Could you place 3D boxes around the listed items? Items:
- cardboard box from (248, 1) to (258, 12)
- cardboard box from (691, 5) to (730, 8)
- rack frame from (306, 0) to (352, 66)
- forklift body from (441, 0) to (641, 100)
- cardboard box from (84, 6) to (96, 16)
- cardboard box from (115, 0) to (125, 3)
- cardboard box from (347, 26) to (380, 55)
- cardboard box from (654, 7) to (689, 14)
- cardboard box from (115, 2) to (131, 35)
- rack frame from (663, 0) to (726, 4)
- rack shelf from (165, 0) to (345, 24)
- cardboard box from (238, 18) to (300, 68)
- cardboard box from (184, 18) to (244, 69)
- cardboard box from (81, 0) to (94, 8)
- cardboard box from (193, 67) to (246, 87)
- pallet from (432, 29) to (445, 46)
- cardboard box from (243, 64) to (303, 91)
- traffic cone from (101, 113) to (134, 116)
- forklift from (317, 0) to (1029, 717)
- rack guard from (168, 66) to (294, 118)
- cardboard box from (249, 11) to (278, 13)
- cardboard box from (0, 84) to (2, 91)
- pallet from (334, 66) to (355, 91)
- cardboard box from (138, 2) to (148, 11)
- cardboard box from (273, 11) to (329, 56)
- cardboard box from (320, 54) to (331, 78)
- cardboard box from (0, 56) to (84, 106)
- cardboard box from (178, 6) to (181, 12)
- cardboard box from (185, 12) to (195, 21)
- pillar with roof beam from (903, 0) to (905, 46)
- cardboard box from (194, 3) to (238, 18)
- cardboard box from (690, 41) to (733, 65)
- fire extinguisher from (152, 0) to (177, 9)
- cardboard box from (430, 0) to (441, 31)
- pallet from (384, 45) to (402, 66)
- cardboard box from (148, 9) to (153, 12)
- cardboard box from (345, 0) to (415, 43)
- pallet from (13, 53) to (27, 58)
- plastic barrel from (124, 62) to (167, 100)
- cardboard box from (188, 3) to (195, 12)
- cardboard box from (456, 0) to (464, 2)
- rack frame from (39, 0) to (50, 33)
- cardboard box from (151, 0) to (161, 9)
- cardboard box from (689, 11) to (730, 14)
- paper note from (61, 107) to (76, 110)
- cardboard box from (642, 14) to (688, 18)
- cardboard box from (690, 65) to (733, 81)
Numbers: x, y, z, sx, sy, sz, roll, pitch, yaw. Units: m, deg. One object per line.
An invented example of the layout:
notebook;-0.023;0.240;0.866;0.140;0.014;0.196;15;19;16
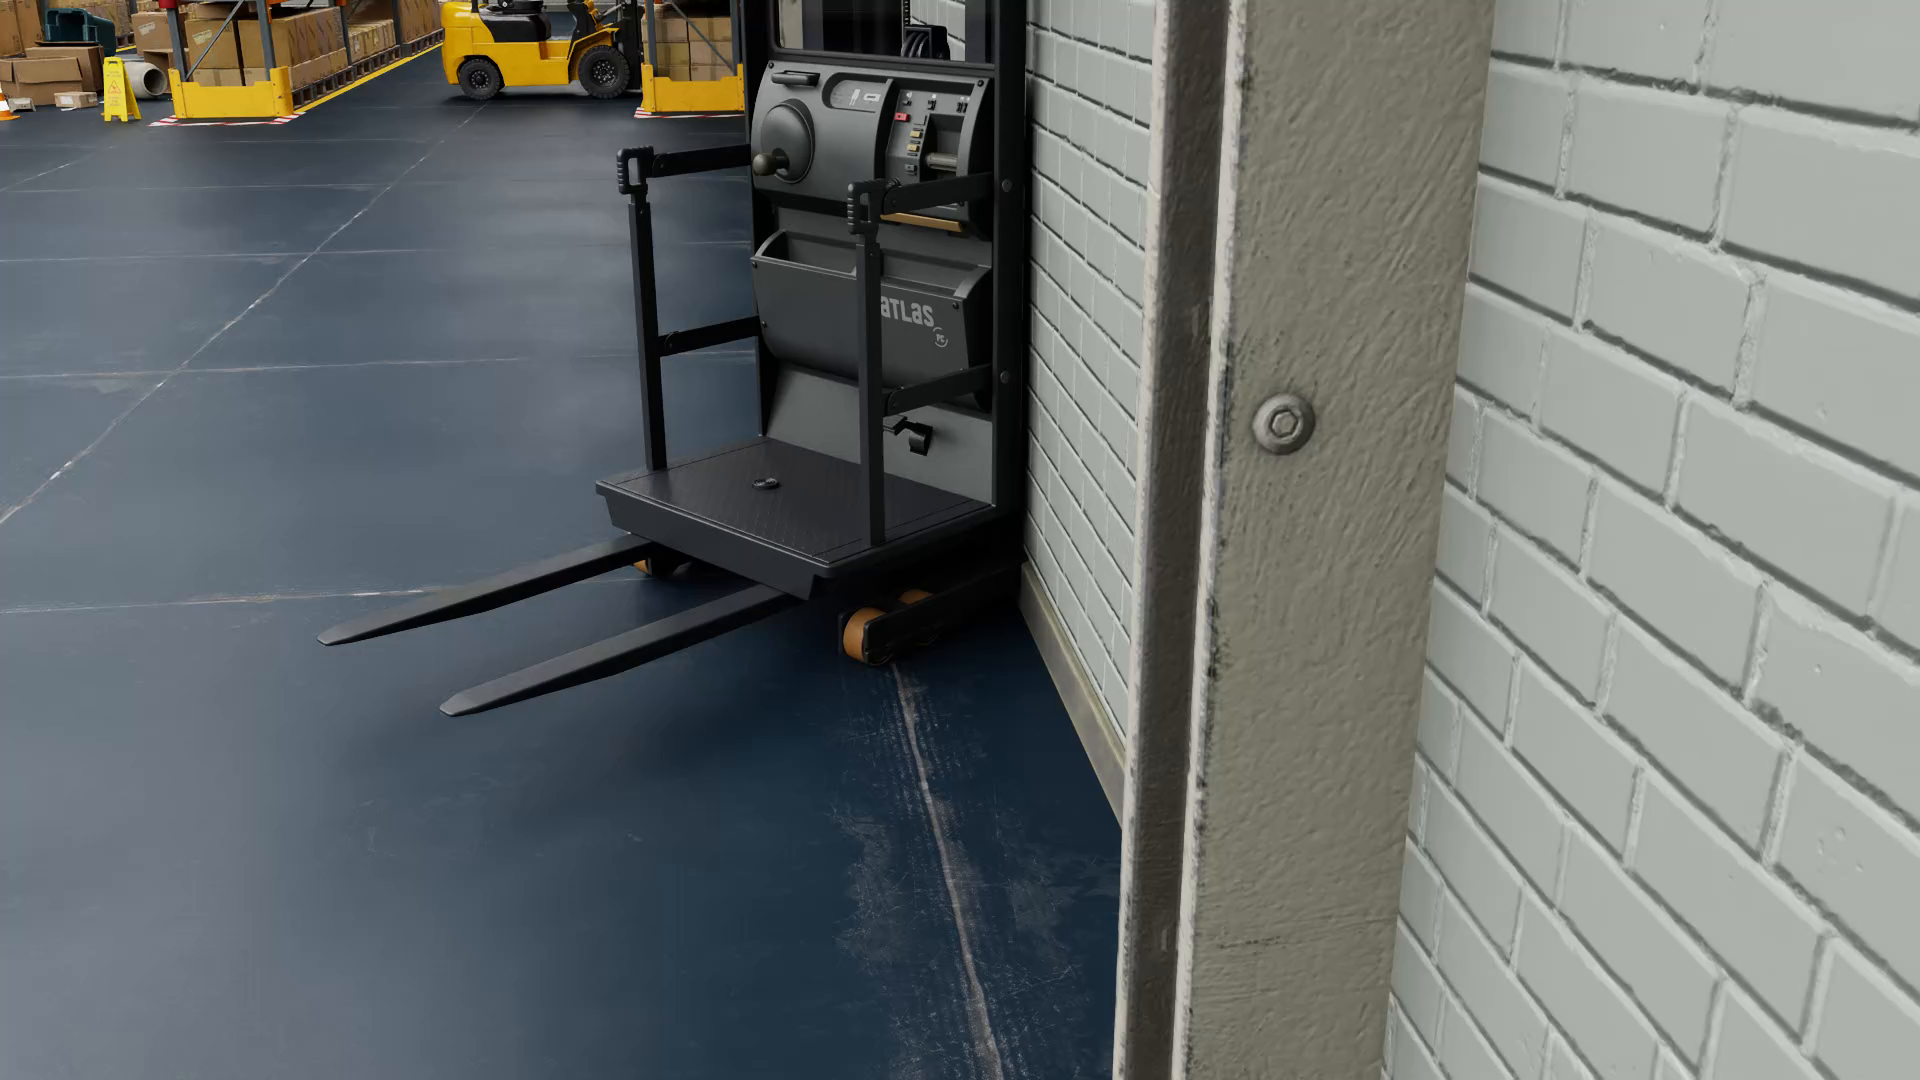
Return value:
cardboard box;-8.538;-6.401;19.898;0.380;0.149;0.250;-2;21;-5
cardboard box;-3.171;-6.666;21.176;0.500;0.250;0.500;-3;21;-9
rack frame;-8.432;-7.372;21.167;1.000;3.000;0.127;-3;21;-8
forklift body;-5.023;-6.406;19.793;2.313;2.155;1.214;-3;21;-8
cardboard box;-13.897;-8.107;26.108;0.500;0.500;0.500;-3;21;-9
cardboard box;-14.112;-8.989;27.398;0.500;0.250;0.500;-3;21;-9
cardboard box;-8.719;-7.009;23.350;0.950;0.372;0.625;-2;21;-6
cardboard box;-3.615;-6.468;20.648;0.500;0.250;0.500;-2;21;-6
cardboard box;-14.113;-8.640;27.533;0.500;0.500;0.500;-3;21;-9
rack frame;-4.098;-9.009;25.549;1.000;3.000;0.127;-3;21;-8
rack shelf;-8.144;-6.343;19.439;1.077;0.370;4.000;-3;21;-8
cardboard box;-7.702;-5.549;18.543;0.500;0.500;0.500;-4;21;-10
cardboard box;-8.229;-5.511;18.443;0.500;0.500;0.500;-3;21;-7
cardboard box;-13.884;-8.448;25.948;0.500;0.250;0.500;-3;21;-7
cardboard box;-8.242;-5.170;18.602;0.500;0.250;0.500;-3;21;-8
pallet;-9.400;-8.572;28.366;1.003;0.211;1.213;-3;21;-8
cardboard box;-7.698;-5.189;18.652;0.500;0.250;0.500;-3;21;-8
traffic cone;-9.194;-4.883;18.128;0.336;0.463;0.334;-3;21;-8
forklift;-0.425;-1.214;4.776;1.130;2.935;3.031;18;27;40
rack guard;-7.867;-4.843;17.967;1.175;0.500;0.348;-3;21;-8
cardboard box;-8.453;-6.050;19.885;0.500;0.500;0.500;-2;21;-5
cardboard box;-11.246;-5.304;19.539;0.396;0.266;0.258;1;20;2
pallet;-8.301;-5.835;21.037;1.003;0.211;1.213;-3;21;-8
cardboard box;-14.295;-9.225;28.753;0.380;0.149;0.250;-2;21;-5
cardboard box;-7.932;-6.088;19.987;0.500;0.500;0.500;-2;21;-5
cardboard box;-7.926;-5.729;20.099;0.500;0.250;0.500;-3;21;-7
cardboard box;-10.614;-5.298;19.183;0.637;0.503;0.797;17;27;39
cardboard box;-14.523;-9.716;30.492;0.380;0.149;0.250;-3;21;-7
cardboard box;-14.626;-9.848;31.270;0.380;0.149;0.250;-2;21;-6
pillar with roof beam;-4.683;-4.964;6.145;9.100;9.000;0.400;-3;21;-8
cardboard box;-8.349;-5.939;18.661;0.380;0.149;0.250;-2;21;-6
cardboard box;-2.807;-5.555;18.917;0.500;0.250;0.500;-3;21;-7
fire extinguisher;-8.295;-5.888;17.305;0.296;0.674;0.183;-3;21;-8
cardboard box;-9.417;-9.133;28.318;0.875;0.875;0.875;-2;21;-6
pallet;-8.898;-7.180;24.639;1.003;0.211;1.213;-3;21;-8
cardboard box;-14.437;-9.259;29.268;0.380;0.149;0.250;-4;21;-11
cardboard box;-9.026;-8.202;25.825;0.875;0.875;0.875;-3;21;-8
pallet;-13.854;-6.889;23.860;1.003;0.211;1.213;-3;21;-8
plastic barrel;-9.652;-5.419;19.620;0.512;0.421;0.421;12;24;30
cardboard box;-14.687;-10.074;31.452;0.380;0.149;0.250;-3;21;-9
cardboard box;-9.828;-9.983;31.221;0.875;0.438;0.875;-2;21;-6
rack frame;-13.893;-8.472;24.113;1.000;3.000;0.127;-3;21;-8
cardboard box;-14.396;-9.492;29.467;0.380;0.149;0.250;-2;21;-7
cardboard box;-2.964;-6.138;19.765;0.500;0.250;0.500;-3;21;-8
paper note;-9.962;-4.823;18.586;0.148;0.019;0.142;-11;23;-26
cardboard box;-3.399;-5.936;19.223;0.500;0.250;0.500;-3;21;-7
cardboard box;-2.822;-5.327;19.022;0.500;0.250;0.500;-3;21;-8
